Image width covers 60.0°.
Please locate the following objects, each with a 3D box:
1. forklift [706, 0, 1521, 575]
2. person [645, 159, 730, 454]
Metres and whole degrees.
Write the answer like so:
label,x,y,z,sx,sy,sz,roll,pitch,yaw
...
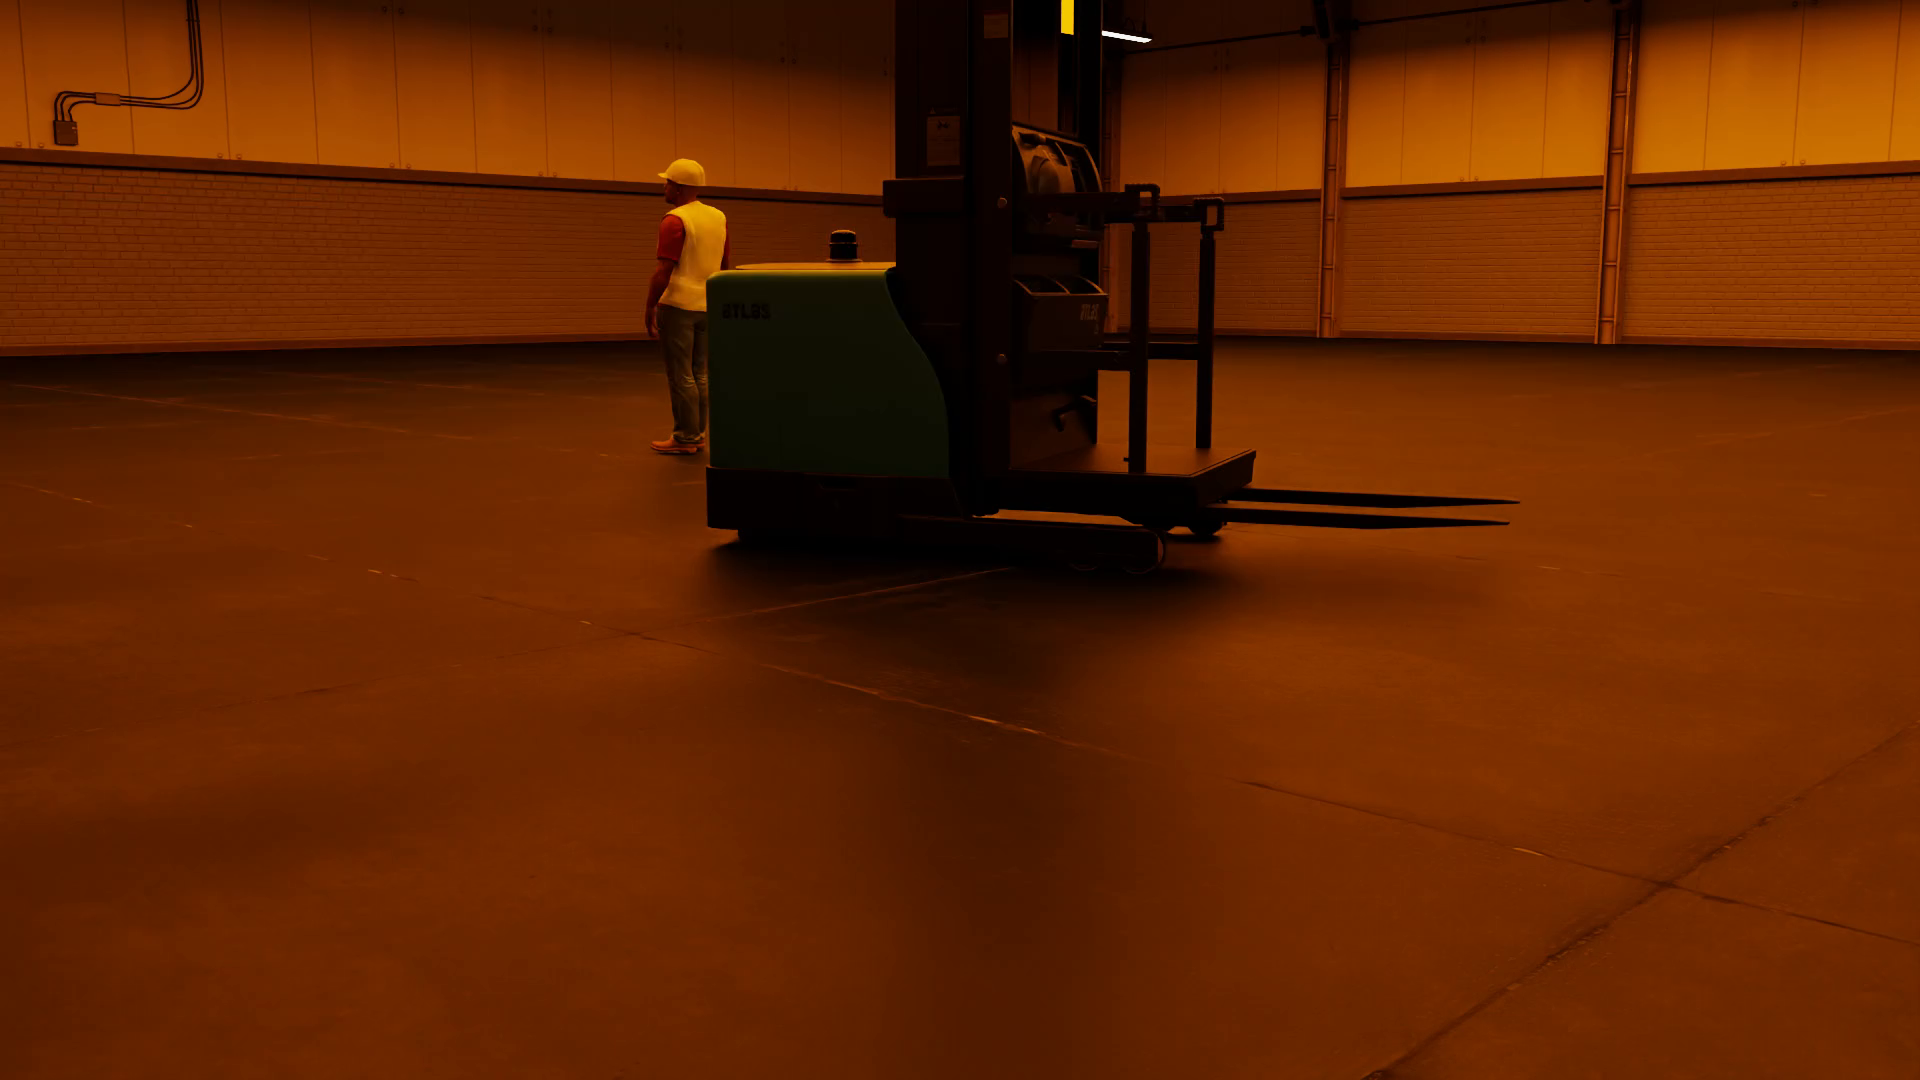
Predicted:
label,x,y,z,sx,sy,sz,roll,pitch,yaw
forklift,0.565,-1.416,6.275,3.031,2.935,1.130,3,9,22
person,-1.733,-1.418,10.157,0.574,1.769,0.665,5,10,28
